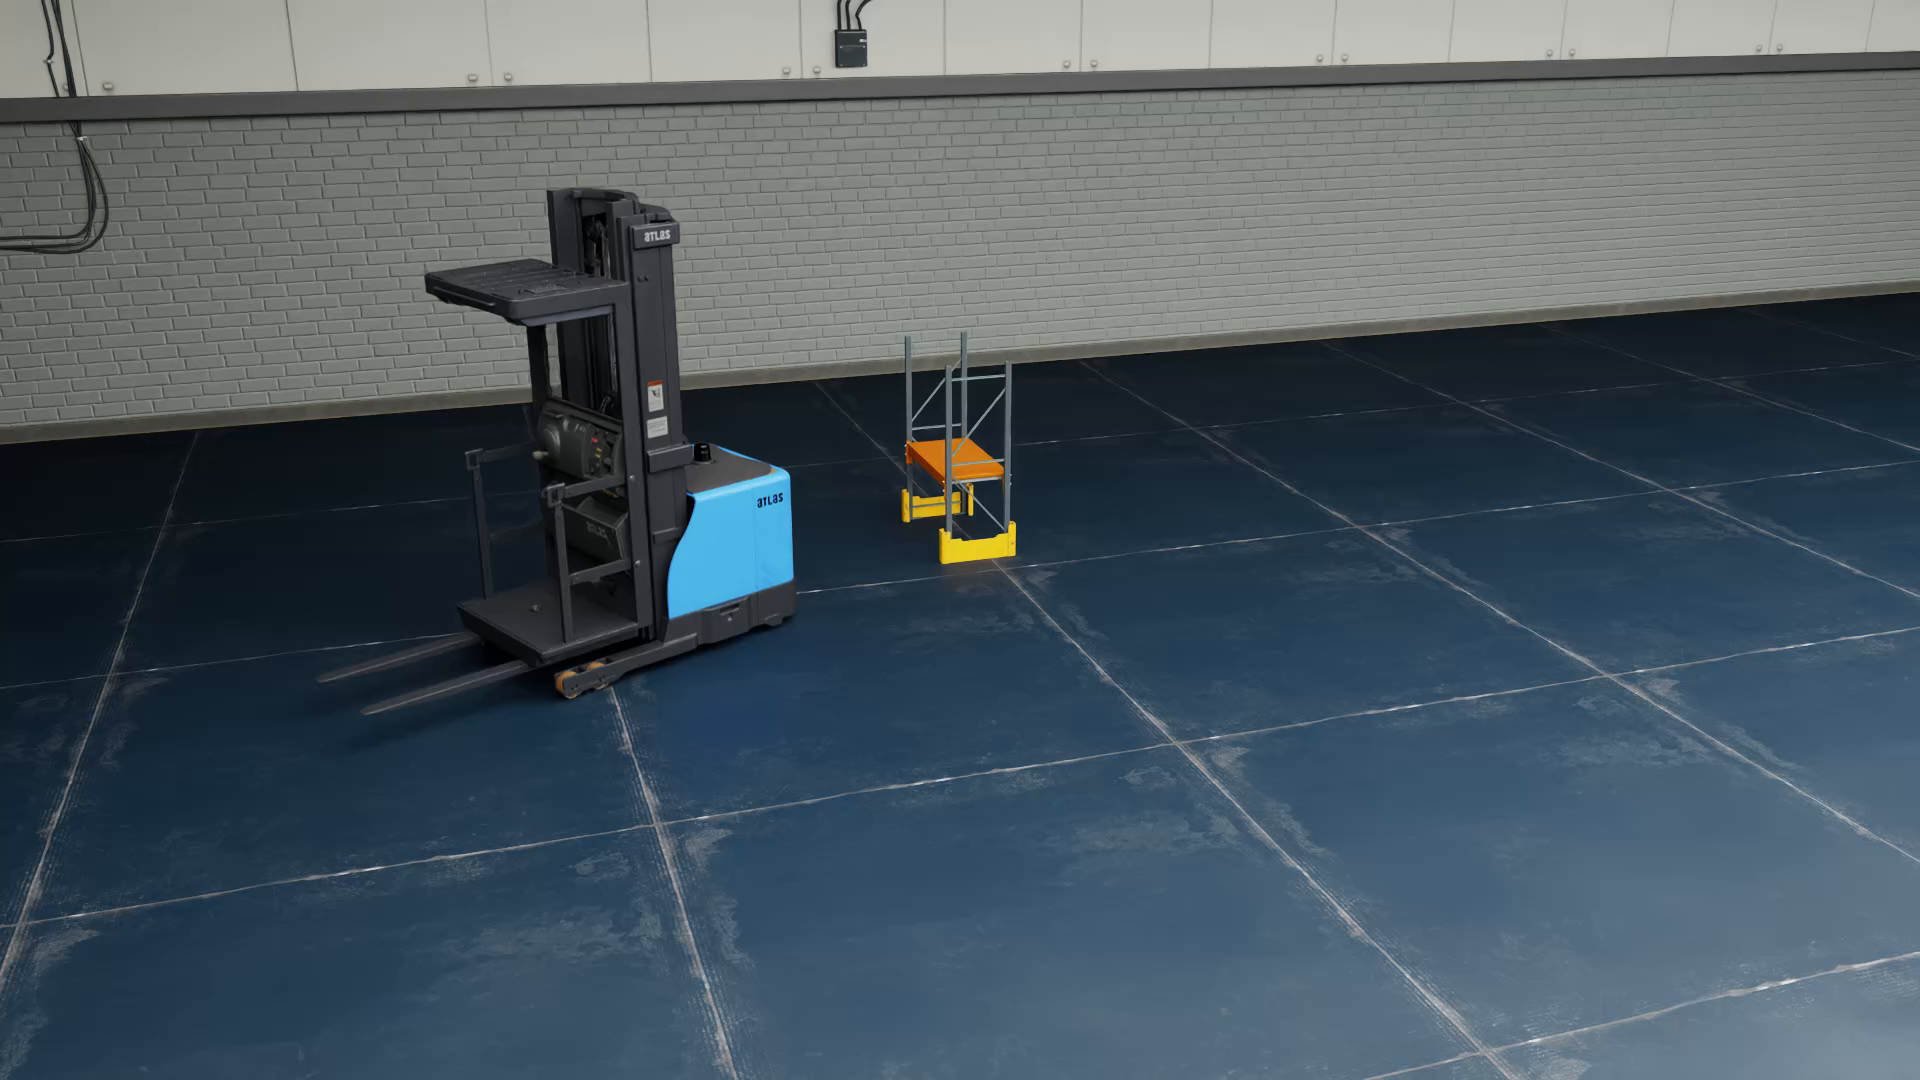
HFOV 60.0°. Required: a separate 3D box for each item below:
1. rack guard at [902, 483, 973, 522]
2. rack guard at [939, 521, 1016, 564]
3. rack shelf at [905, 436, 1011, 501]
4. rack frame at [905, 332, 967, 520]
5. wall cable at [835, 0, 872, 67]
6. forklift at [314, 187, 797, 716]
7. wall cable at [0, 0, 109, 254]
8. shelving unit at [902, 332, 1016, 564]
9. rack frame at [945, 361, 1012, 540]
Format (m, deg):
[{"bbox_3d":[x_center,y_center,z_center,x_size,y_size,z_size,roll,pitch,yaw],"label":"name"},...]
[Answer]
[{"bbox_3d":[-0.180,-0.302,13.387,0.587,0.250,0.087,-6,21,-17],"label":"rack guard"},{"bbox_3d":[0.133,0.018,12.497,0.587,0.250,0.087,-6,21,-17],"label":"rack guard"},{"bbox_3d":[-0.027,-0.564,12.800,0.538,0.185,1.000,-6,21,-17],"label":"rack shelf"},{"bbox_3d":[-0.187,-0.896,13.193,0.500,1.500,0.032,-6,21,-17],"label":"rack frame"},{"bbox_3d":[-0.134,-7.681,15.959,2.305,6.003,0.169,-6,21,-17],"label":"wall cable"},{"bbox_3d":[-2.531,-0.605,10.265,3.031,2.935,1.130,-18,26,-40],"label":"forklift"},{"bbox_3d":[-9.152,-3.616,14.265,3.097,2.526,0.112,-6,21,-17],"label":"wall cable"},{"bbox_3d":[-0.024,-0.730,12.731,0.587,1.500,1.083,-6,21,-17],"label":"shelving unit"},{"bbox_3d":[0.133,-0.570,12.285,0.500,1.500,0.032,-6,21,-17],"label":"rack frame"}]
